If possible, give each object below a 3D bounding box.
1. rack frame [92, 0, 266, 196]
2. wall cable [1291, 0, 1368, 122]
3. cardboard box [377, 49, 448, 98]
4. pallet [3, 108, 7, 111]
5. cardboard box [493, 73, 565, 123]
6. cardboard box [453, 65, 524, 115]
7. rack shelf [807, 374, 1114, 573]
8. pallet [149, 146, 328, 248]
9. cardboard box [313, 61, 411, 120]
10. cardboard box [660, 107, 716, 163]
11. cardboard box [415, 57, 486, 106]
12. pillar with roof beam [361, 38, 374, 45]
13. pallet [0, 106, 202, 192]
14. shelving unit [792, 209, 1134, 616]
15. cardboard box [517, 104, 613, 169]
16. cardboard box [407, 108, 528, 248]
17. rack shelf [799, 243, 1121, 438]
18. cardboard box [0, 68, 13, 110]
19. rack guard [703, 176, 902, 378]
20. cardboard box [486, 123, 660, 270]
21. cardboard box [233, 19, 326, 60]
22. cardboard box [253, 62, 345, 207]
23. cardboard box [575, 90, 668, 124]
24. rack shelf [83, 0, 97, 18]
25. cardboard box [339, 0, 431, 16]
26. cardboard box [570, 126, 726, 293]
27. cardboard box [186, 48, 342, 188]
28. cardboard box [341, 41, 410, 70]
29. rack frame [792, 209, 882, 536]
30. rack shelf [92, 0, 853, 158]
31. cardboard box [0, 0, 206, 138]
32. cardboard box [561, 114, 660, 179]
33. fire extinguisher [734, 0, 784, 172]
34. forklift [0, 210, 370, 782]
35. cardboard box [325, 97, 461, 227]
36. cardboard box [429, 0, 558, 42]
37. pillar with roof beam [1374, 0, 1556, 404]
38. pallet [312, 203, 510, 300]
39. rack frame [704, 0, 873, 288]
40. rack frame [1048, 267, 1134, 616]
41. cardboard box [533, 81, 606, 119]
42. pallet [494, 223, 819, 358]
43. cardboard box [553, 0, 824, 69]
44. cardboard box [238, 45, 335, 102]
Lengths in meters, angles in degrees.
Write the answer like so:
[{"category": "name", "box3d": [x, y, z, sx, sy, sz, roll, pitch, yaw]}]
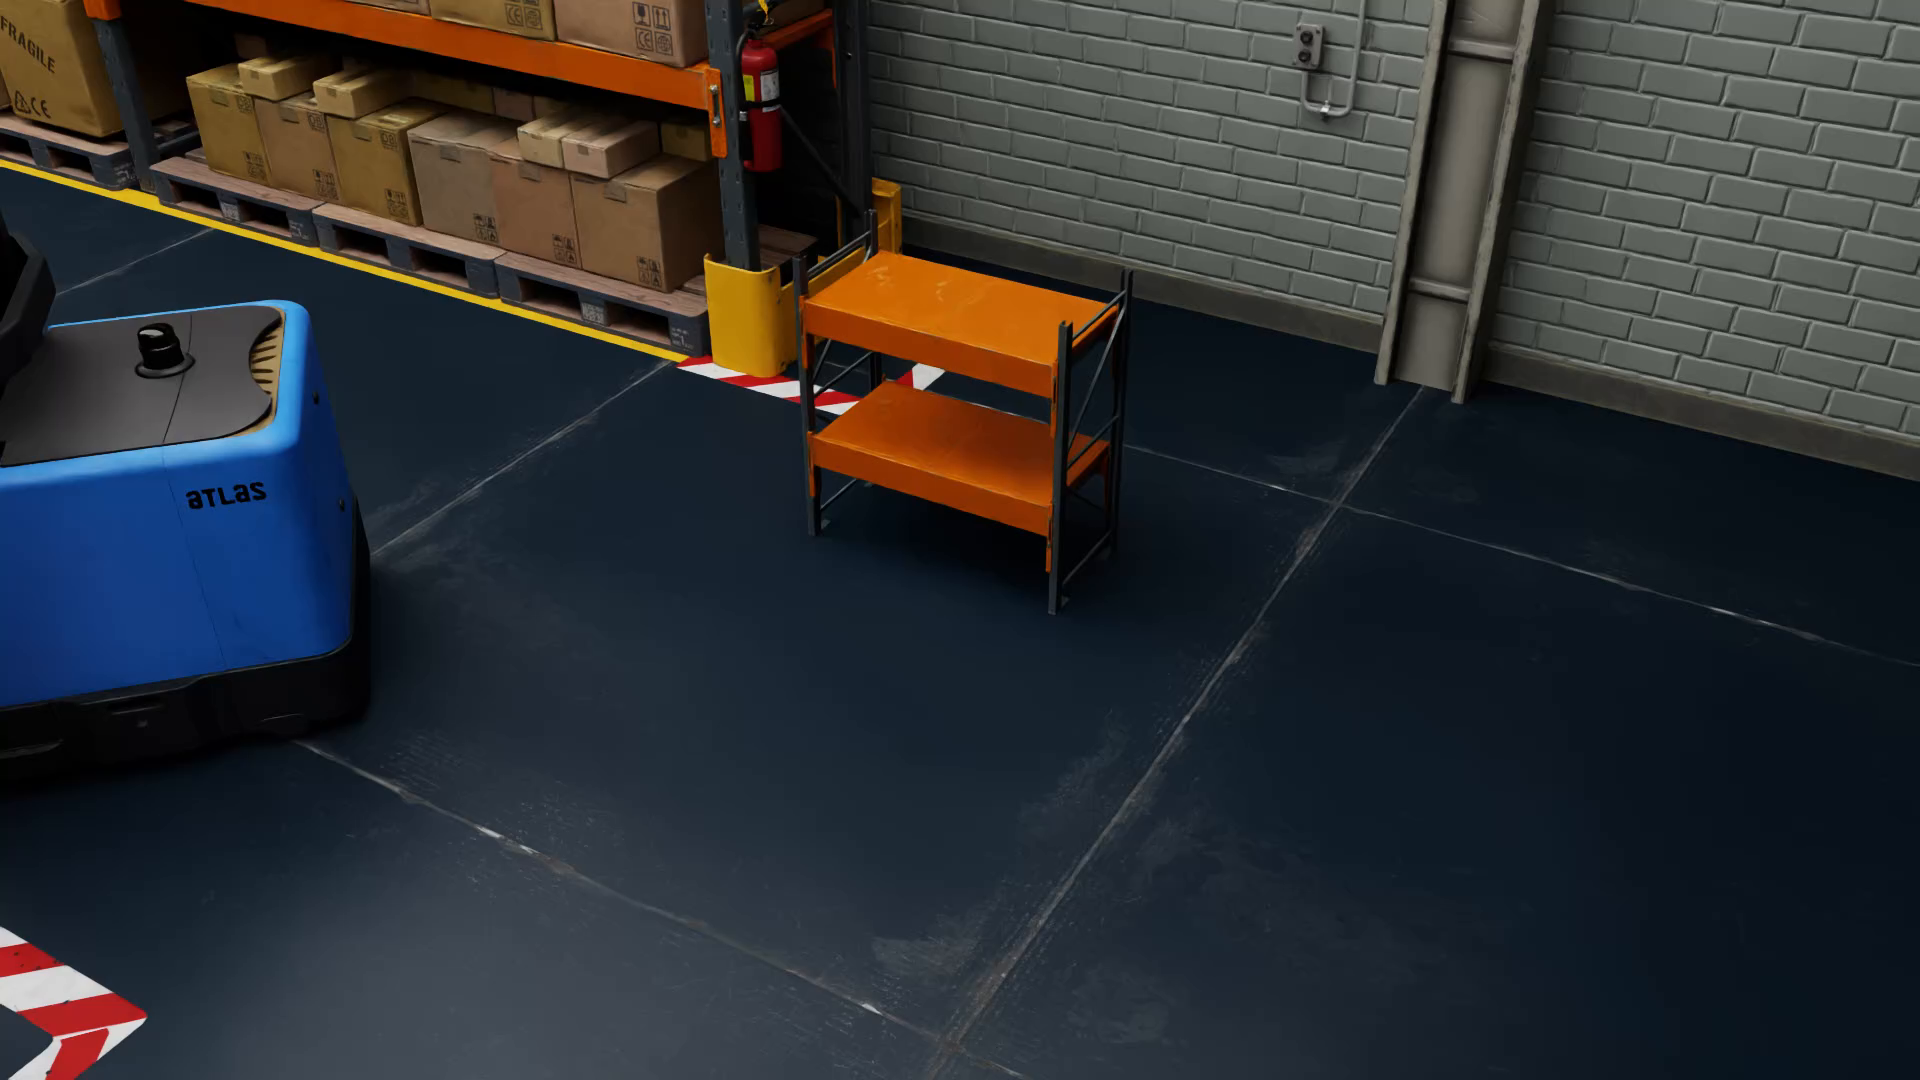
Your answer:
[{"category": "rack frame", "box3d": [-4.187, -3.383, 8.624, 0.127, 3.000, 1.000, 18, 37, 24]}, {"category": "wall cable", "box3d": [0.867, -2.809, 6.845, 1.851, 1.984, 0.084, 18, 37, 24]}, {"category": "cardboard box", "box3d": [-2.709, -2.382, 8.411, 0.250, 0.149, 0.380, 18, 38, 25]}, {"category": "pallet", "box3d": [-5.958, -2.733, 10.164, 1.213, 0.211, 1.003, 18, 37, 24]}, {"category": "cardboard box", "box3d": [-2.042, -2.171, 8.095, 0.250, 0.149, 0.380, 18, 38, 25]}, {"category": "cardboard box", "box3d": [-2.265, -2.241, 8.200, 0.250, 0.149, 0.380, 18, 38, 25]}, {"category": "rack shelf", "box3d": [0.006, -0.263, 6.071, 1.000, 0.278, 0.538, 18, 37, 24]}, {"category": "pallet", "box3d": [-3.566, -1.975, 9.026, 1.213, 0.211, 1.003, 18, 37, 24]}, {"category": "cardboard box", "box3d": [-2.929, -2.207, 8.149, 0.250, 0.149, 0.380, 16, 37, 23]}, {"category": "cardboard box", "box3d": [-1.164, -1.893, 7.678, 0.250, 0.149, 0.380, 18, 38, 25]}, {"category": "cardboard box", "box3d": [-2.485, -2.311, 8.305, 0.250, 0.149, 0.380, 17, 37, 24]}, {"category": "pillar with roof beam", "box3d": [-5.286, -4.032, 4.186, 0.400, 9.000, 9.100, 18, 37, 24]}, {"category": "pallet", "box3d": [-4.894, -2.398, 9.661, 1.213, 0.211, 1.003, 18, 37, 24]}, {"category": "shelving unit", "box3d": [0.006, -0.466, 5.935, 1.048, 1.125, 0.538, 18, 37, 24]}, {"category": "cardboard box", "box3d": [-1.796, -1.849, 7.612, 0.250, 0.149, 0.380, 19, 38, 26]}, {"category": "cardboard box", "box3d": [-2.243, -1.837, 8.179, 0.500, 0.500, 0.700, 16, 37, 23]}, {"category": "rack shelf", "box3d": [0.006, -0.710, 5.773, 1.000, 0.278, 0.538, 18, 37, 24]}, {"category": "cardboard box", "box3d": [-5.589, -3.022, 9.643, 0.750, 0.750, 0.750, 19, 38, 26]}, {"category": "rack guard", "box3d": [-0.693, -1.236, 7.655, 0.348, 0.500, 1.175, 18, 37, 24]}, {"category": "cardboard box", "box3d": [-1.806, -1.699, 7.972, 0.500, 0.500, 0.700, 17, 37, 24]}, {"category": "cardboard box", "box3d": [-3.616, -2.668, 8.841, 0.250, 0.149, 0.380, 17, 37, 24]}, {"category": "cardboard box", "box3d": [-3.154, -2.122, 8.607, 0.500, 0.500, 0.700, 17, 37, 24]}, {"category": "cardboard box", "box3d": [-1.604, -2.032, 7.887, 0.250, 0.149, 0.380, 18, 38, 25]}, {"category": "rack shelf", "box3d": [-5.923, -3.633, 9.649, 4.000, 0.370, 1.077, 18, 37, 24]}, {"category": "cardboard box", "box3d": [-2.456, -2.952, 7.706, 0.700, 0.700, 0.980, 16, 37, 22]}, {"category": "cardboard box", "box3d": [-1.371, -1.561, 7.765, 0.500, 0.500, 0.700, 18, 37, 24]}, {"category": "cardboard box", "box3d": [-3.589, -2.262, 8.817, 0.500, 0.500, 0.700, 18, 38, 25]}, {"category": "cardboard box", "box3d": [-2.928, -2.451, 8.516, 0.250, 0.149, 0.380, 16, 37, 23]}, {"category": "rack frame", "box3d": [-0.435, -0.606, 6.145, 0.032, 1.125, 0.500, 18, 37, 24]}, {"category": "rack shelf", "box3d": [-2.451, -2.533, 7.997, 4.000, 0.370, 1.077, 18, 37, 24]}, {"category": "cardboard box", "box3d": [-4.816, -2.779, 9.278, 0.750, 0.750, 0.750, 18, 38, 25]}, {"category": "cardboard box", "box3d": [-1.573, -1.779, 7.507, 0.250, 0.149, 0.380, 17, 37, 24]}, {"category": "fire extinguisher", "box3d": [-0.812, -1.832, 6.701, 0.183, 0.674, 0.296, 18, 37, 24]}, {"category": "forklift", "box3d": [-3.485, -0.656, 4.591, 3.031, 2.935, 1.130, -9, 35, -13]}, {"category": "cardboard box", "box3d": [-2.710, -1.980, 8.394, 0.500, 0.500, 0.700, 18, 38, 25]}, {"category": "cardboard box", "box3d": [-1.799, -2.738, 7.384, 0.700, 0.700, 0.980, 17, 37, 24]}, {"category": "pillar with roof beam", "box3d": [-0.077, -2.382, 1.708, 0.400, 9.000, 9.100, 18, 37, 24]}, {"category": "pallet", "box3d": [-2.502, -1.640, 8.523, 1.213, 0.211, 1.003, 18, 37, 24]}, {"category": "rack frame", "box3d": [-0.714, -2.283, 6.972, 0.127, 3.000, 1.000, 18, 37, 24]}, {"category": "rack frame", "box3d": [0.447, -0.327, 5.725, 0.032, 1.125, 0.500, 18, 37, 24]}, {"category": "cardboard box", "box3d": [-1.821, -2.101, 7.990, 0.250, 0.149, 0.380, 18, 38, 25]}, {"category": "pallet", "box3d": [-1.447, -1.304, 8.018, 1.213, 0.211, 1.003, 18, 37, 24]}, {"category": "cardboard box", "box3d": [-1.162, -2.543, 7.092, 0.700, 0.700, 0.980, 19, 38, 26]}, {"category": "cardboard box", "box3d": [-3.382, -2.350, 8.364, 0.250, 0.149, 0.380, 19, 38, 26]}]
